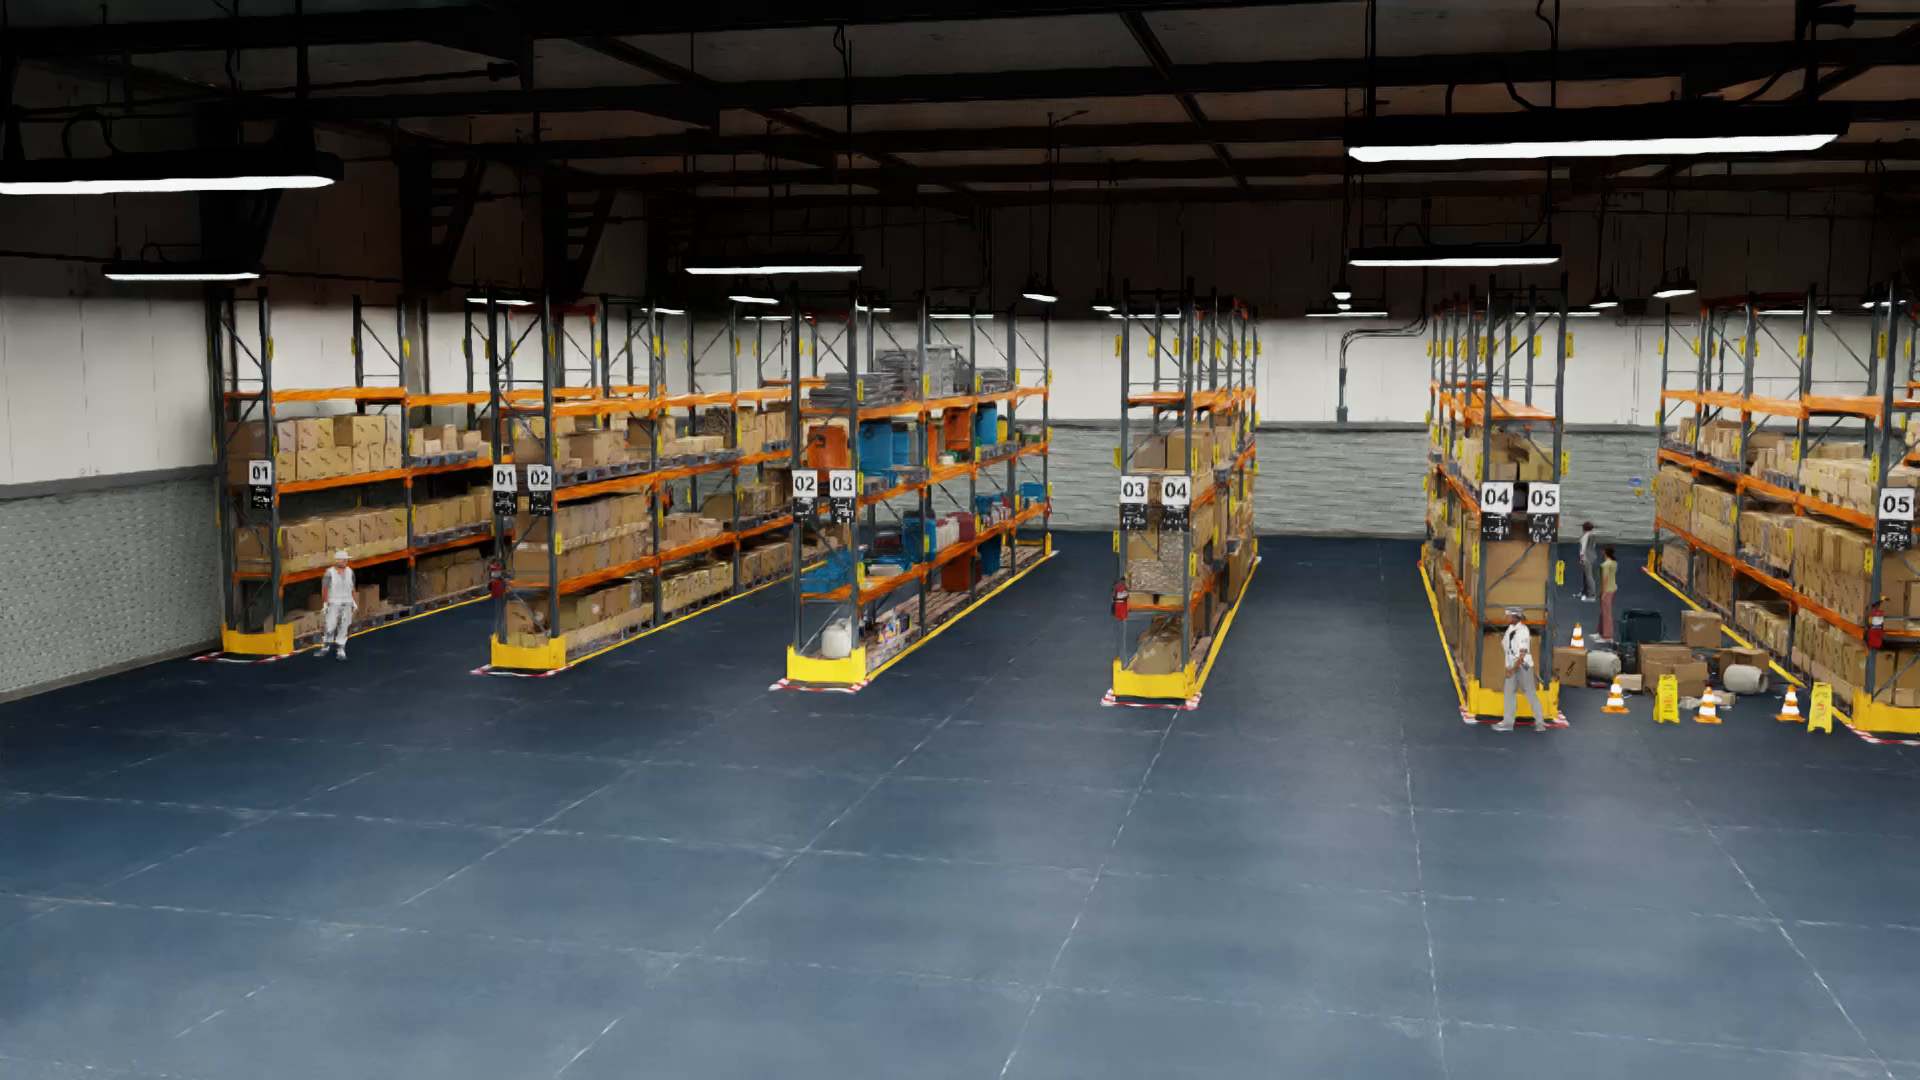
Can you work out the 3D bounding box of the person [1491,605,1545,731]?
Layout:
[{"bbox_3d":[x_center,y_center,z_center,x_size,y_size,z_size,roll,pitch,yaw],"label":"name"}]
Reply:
[{"bbox_3d":[7.359,1.683,21.800,0.686,1.657,0.488,-2,7,-13],"label":"person"}]

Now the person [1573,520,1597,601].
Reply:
[{"bbox_3d":[12.492,0.412,33.180,0.532,1.549,0.528,6,9,40],"label":"person"}]

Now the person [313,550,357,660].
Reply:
[{"bbox_3d":[-10.029,1.043,26.705,0.704,1.780,0.460,-6,9,-41],"label":"person"}]

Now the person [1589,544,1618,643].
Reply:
[{"bbox_3d":[11.006,0.900,28.422,0.477,1.672,0.493,6,9,42],"label":"person"}]
